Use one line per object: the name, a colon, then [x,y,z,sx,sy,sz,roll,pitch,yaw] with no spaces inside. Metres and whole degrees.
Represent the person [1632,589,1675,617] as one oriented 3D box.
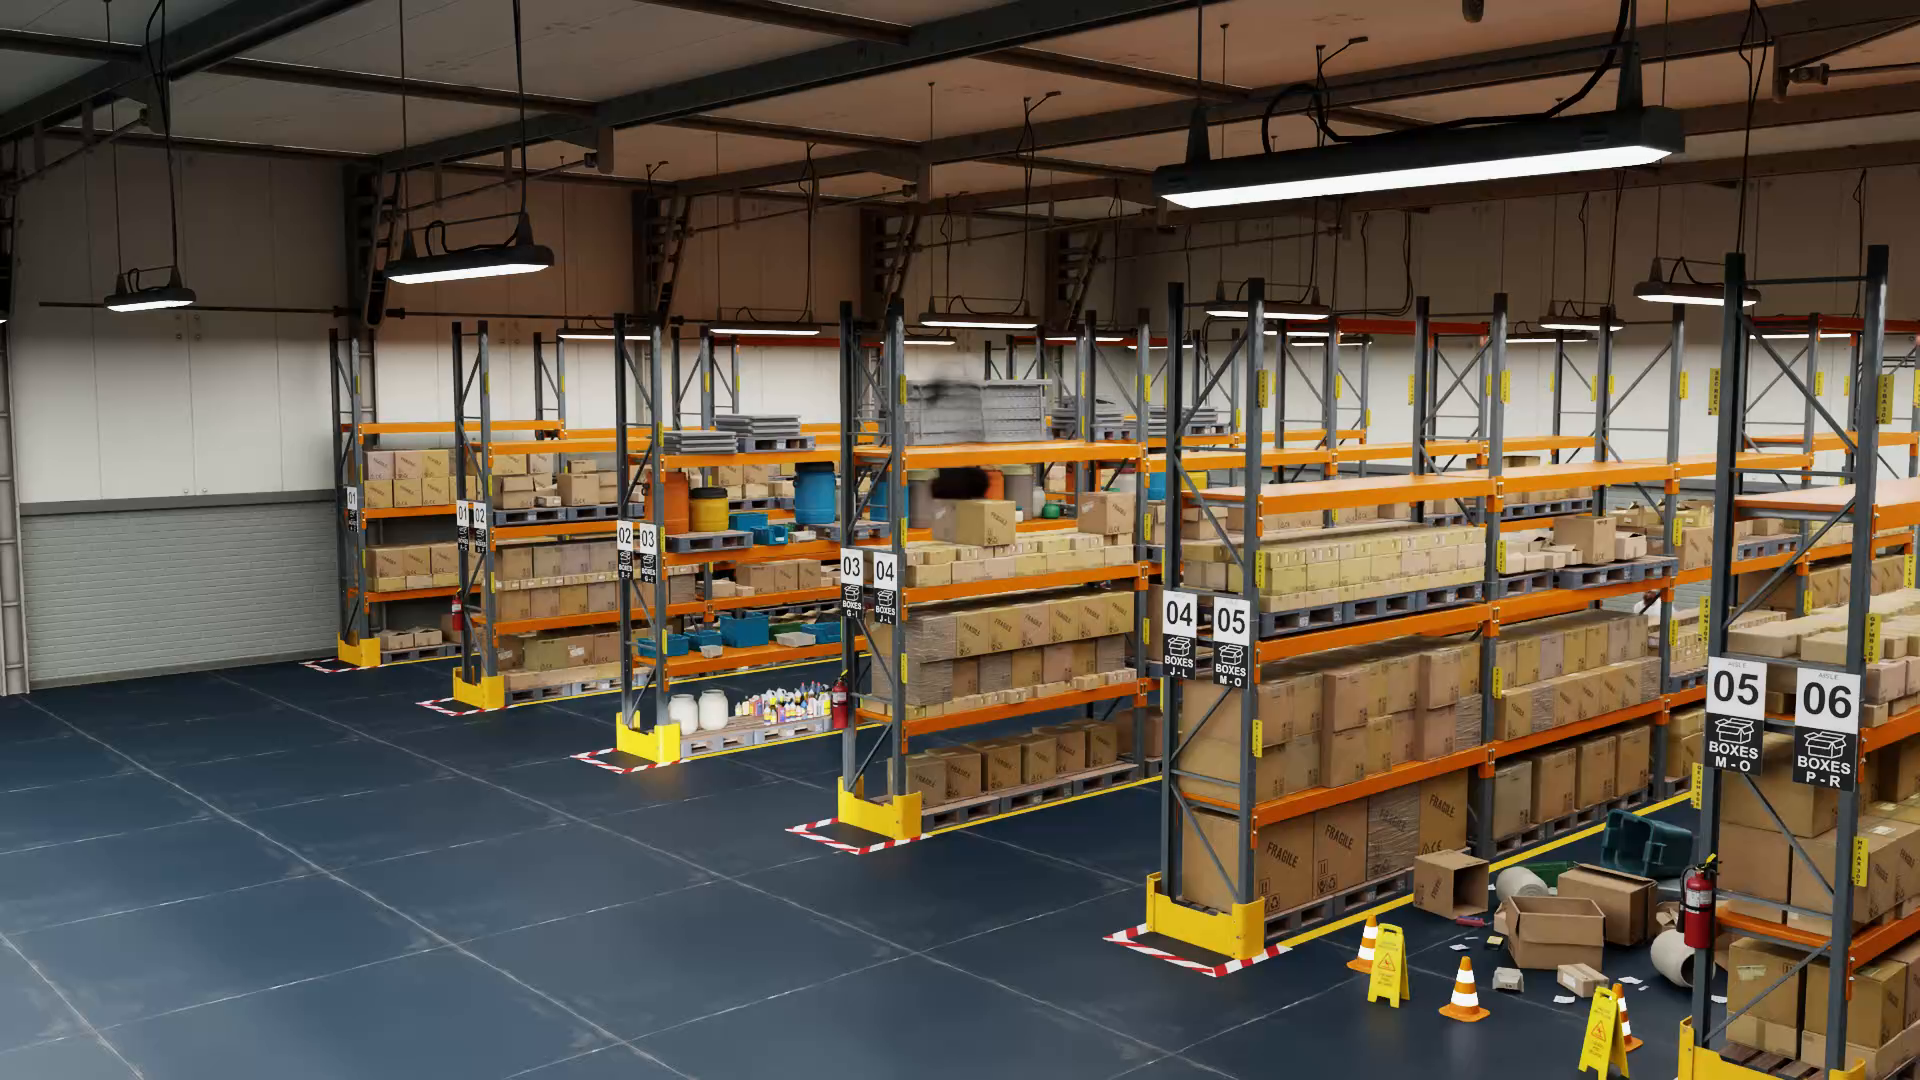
person: [11.672,1.572,27.954,0.738,1.673,0.596,4,7,36]
